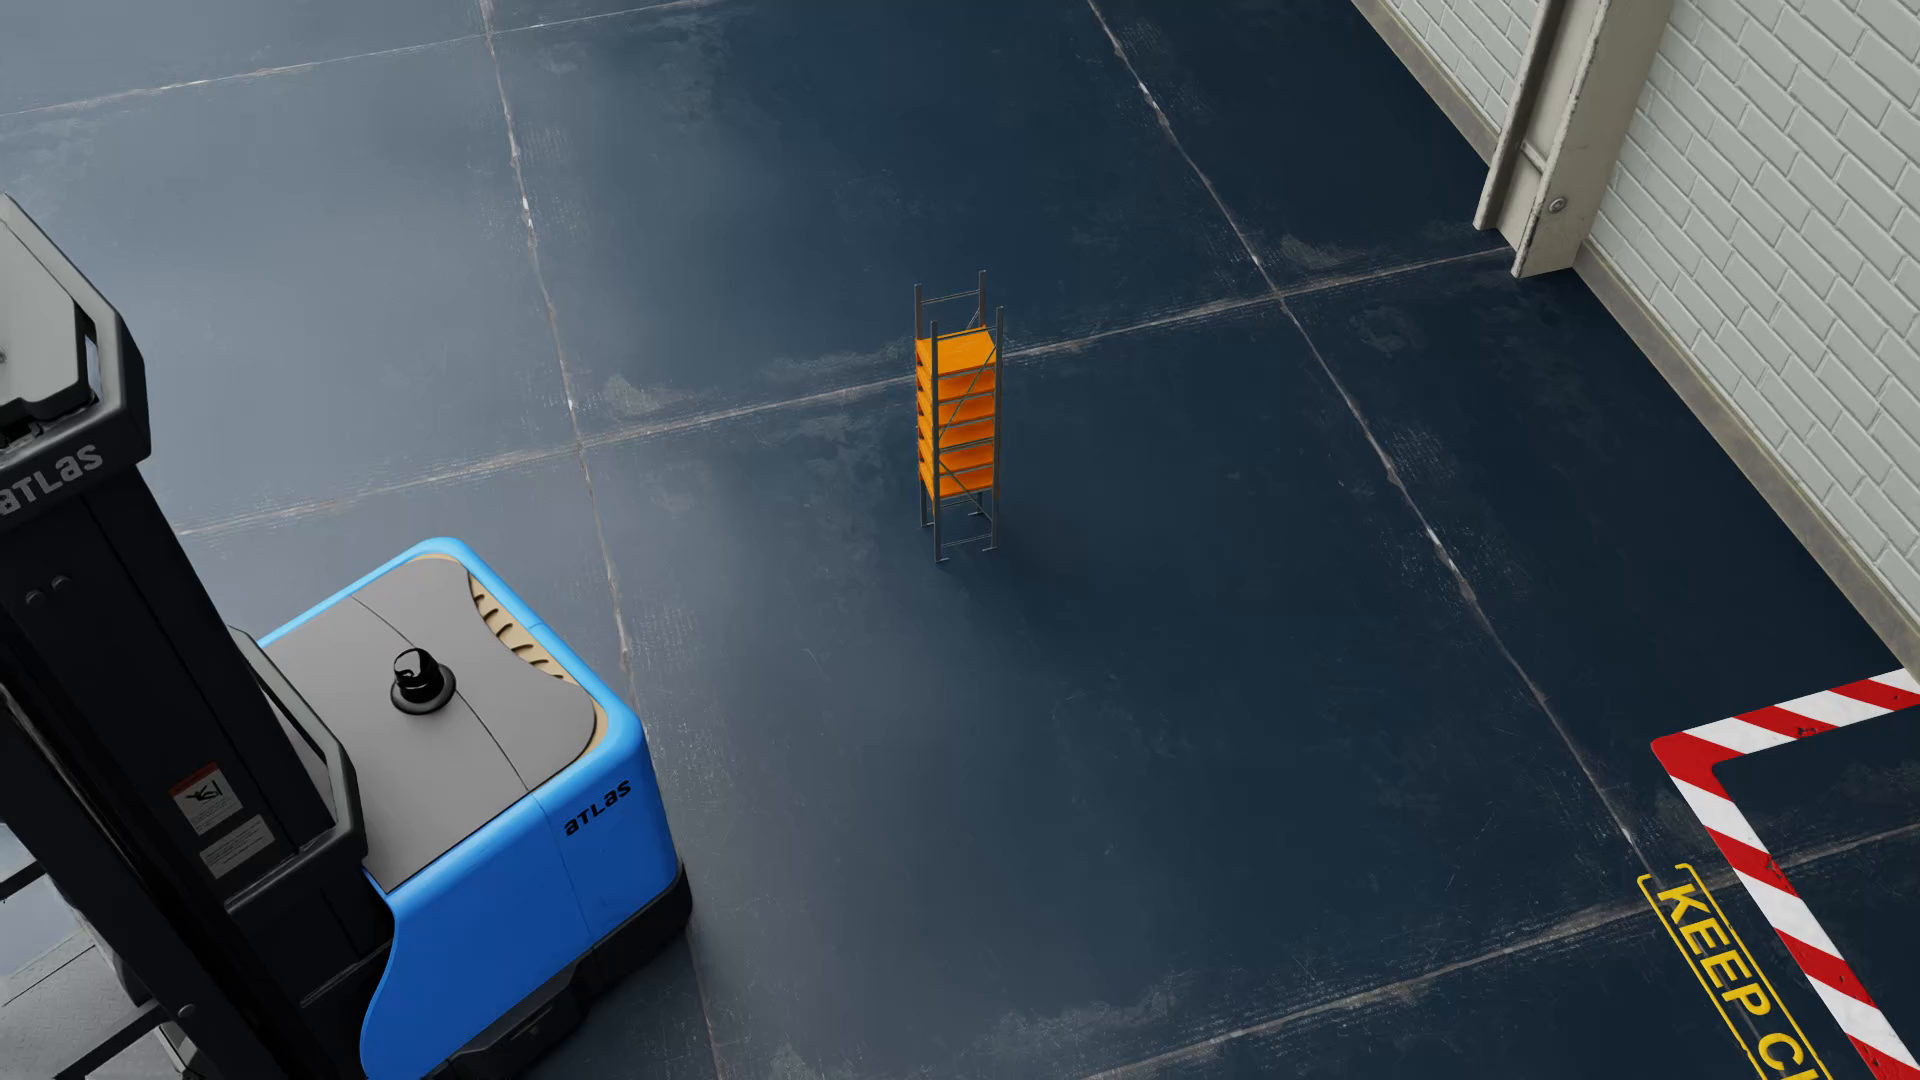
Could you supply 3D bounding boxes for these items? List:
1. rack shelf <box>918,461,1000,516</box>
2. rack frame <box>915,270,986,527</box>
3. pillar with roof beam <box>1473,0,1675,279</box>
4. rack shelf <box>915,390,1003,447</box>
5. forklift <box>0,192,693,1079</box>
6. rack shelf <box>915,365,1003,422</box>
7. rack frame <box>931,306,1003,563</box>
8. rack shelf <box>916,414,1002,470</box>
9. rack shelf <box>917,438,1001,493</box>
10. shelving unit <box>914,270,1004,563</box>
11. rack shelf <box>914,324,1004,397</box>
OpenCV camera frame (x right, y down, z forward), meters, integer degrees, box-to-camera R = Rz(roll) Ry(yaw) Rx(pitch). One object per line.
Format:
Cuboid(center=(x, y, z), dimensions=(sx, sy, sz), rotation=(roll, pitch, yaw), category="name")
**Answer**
Cuboid(center=(-0.004, -0.214, 6.018), dimensions=(0.258, 0.103, 0.180), rotation=(-13, 51, -11), category="rack shelf")
Cuboid(center=(-0.031, -0.464, 5.857), dimensions=(0.240, 1.200, 0.006), rotation=(-13, 51, -11), category="rack frame")
Cuboid(center=(-1.613, -3.238, 3.094), dimensions=(9.100, 9.000, 0.400), rotation=(-13, 51, -11), category="pillar with roof beam")
Cuboid(center=(-0.004, -0.446, 5.742), dimensions=(0.258, 0.103, 0.180), rotation=(-13, 51, -11), category="rack shelf")
Cuboid(center=(-2.249, 0.756, 3.695), dimensions=(3.031, 2.935, 1.130), rotation=(-36, 59, -26), category="forklift")
Cuboid(center=(-0.004, -0.523, 5.651), dimensions=(0.258, 0.103, 0.180), rotation=(-13, 51, -11), category="rack shelf")
Cuboid(center=(0.023, -0.330, 5.744), dimensions=(0.240, 1.200, 0.006), rotation=(-13, 51, -11), category="rack frame")
Cuboid(center=(-0.004, -0.369, 5.834), dimensions=(0.258, 0.103, 0.180), rotation=(-13, 51, -11), category="rack shelf")
Cuboid(center=(-0.004, -0.291, 5.926), dimensions=(0.258, 0.103, 0.180), rotation=(-13, 51, -11), category="rack shelf")
Cuboid(center=(-0.004, -0.397, 5.800), dimensions=(0.258, 1.200, 0.189), rotation=(-13, 51, -11), category="shelving unit")
Cuboid(center=(-0.004, -0.601, 5.559), dimensions=(0.258, 0.103, 0.180), rotation=(-13, 51, -11), category="rack shelf")
